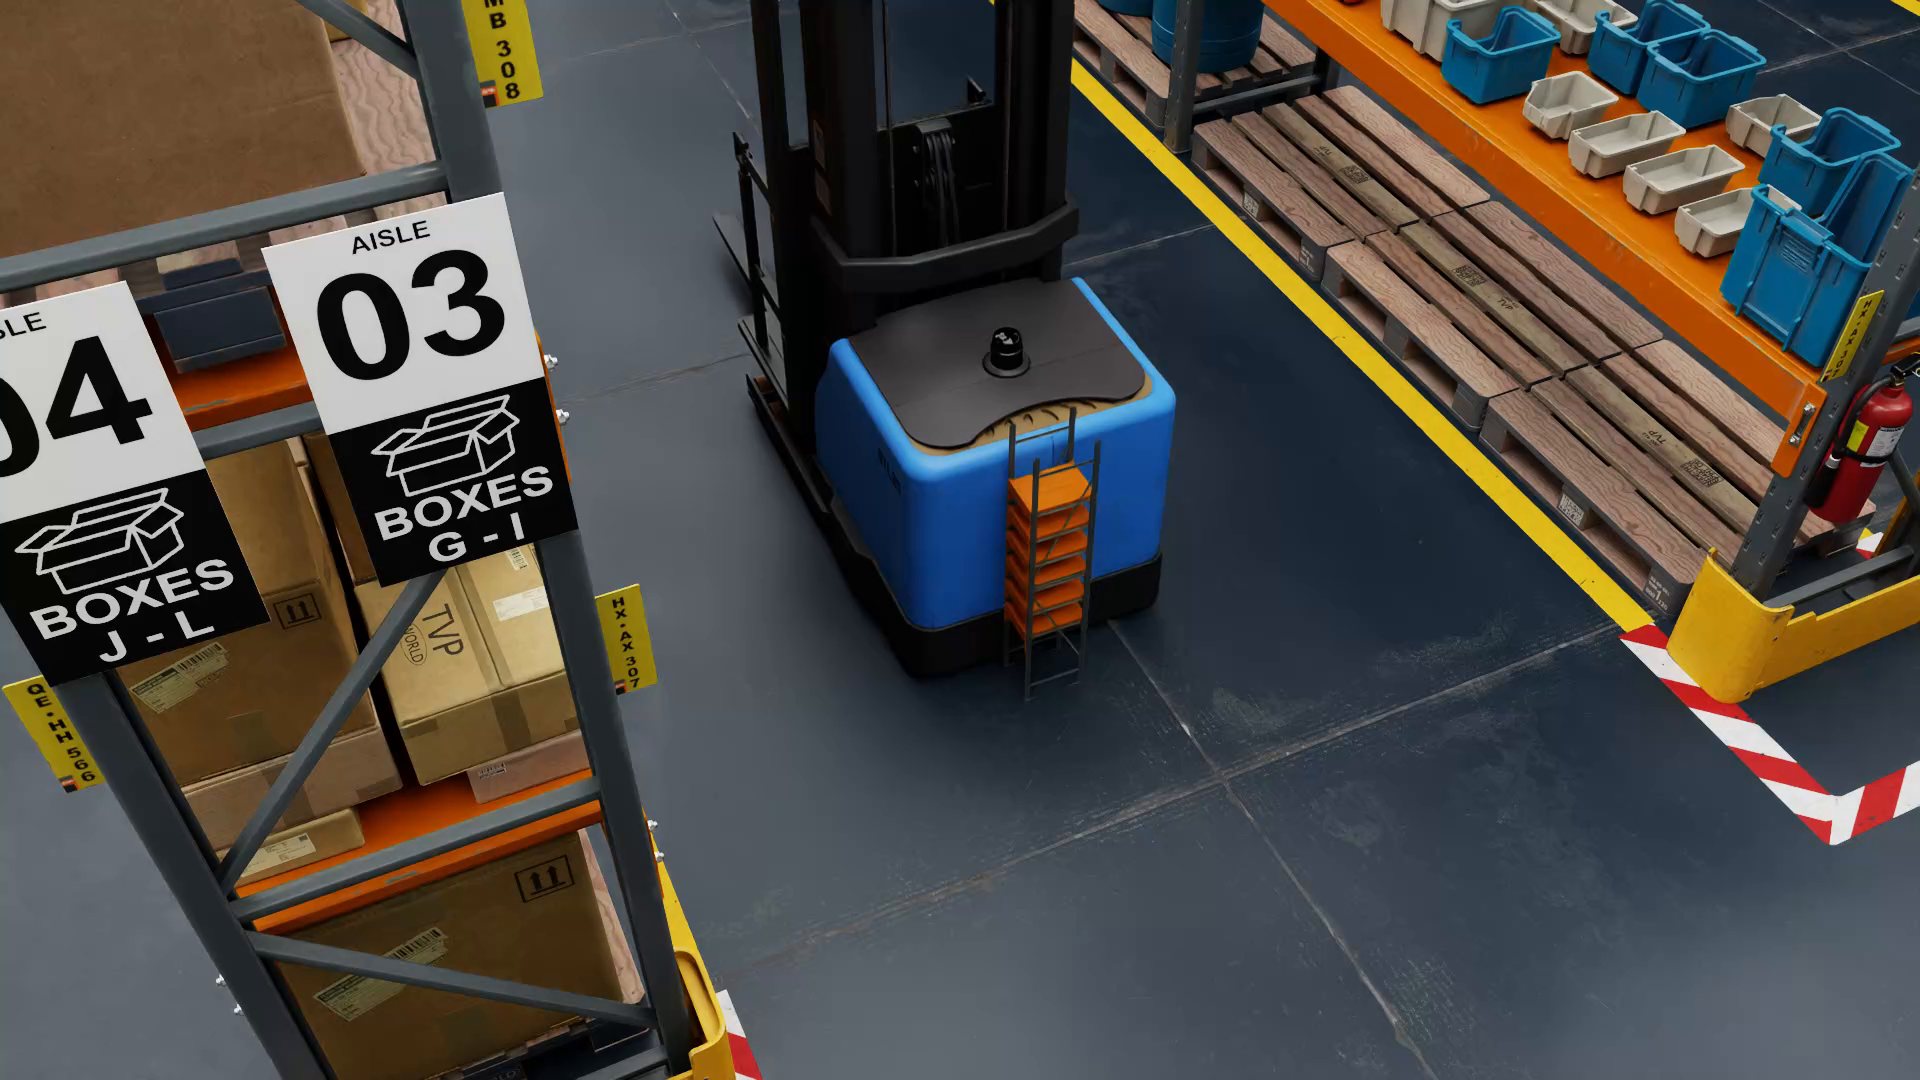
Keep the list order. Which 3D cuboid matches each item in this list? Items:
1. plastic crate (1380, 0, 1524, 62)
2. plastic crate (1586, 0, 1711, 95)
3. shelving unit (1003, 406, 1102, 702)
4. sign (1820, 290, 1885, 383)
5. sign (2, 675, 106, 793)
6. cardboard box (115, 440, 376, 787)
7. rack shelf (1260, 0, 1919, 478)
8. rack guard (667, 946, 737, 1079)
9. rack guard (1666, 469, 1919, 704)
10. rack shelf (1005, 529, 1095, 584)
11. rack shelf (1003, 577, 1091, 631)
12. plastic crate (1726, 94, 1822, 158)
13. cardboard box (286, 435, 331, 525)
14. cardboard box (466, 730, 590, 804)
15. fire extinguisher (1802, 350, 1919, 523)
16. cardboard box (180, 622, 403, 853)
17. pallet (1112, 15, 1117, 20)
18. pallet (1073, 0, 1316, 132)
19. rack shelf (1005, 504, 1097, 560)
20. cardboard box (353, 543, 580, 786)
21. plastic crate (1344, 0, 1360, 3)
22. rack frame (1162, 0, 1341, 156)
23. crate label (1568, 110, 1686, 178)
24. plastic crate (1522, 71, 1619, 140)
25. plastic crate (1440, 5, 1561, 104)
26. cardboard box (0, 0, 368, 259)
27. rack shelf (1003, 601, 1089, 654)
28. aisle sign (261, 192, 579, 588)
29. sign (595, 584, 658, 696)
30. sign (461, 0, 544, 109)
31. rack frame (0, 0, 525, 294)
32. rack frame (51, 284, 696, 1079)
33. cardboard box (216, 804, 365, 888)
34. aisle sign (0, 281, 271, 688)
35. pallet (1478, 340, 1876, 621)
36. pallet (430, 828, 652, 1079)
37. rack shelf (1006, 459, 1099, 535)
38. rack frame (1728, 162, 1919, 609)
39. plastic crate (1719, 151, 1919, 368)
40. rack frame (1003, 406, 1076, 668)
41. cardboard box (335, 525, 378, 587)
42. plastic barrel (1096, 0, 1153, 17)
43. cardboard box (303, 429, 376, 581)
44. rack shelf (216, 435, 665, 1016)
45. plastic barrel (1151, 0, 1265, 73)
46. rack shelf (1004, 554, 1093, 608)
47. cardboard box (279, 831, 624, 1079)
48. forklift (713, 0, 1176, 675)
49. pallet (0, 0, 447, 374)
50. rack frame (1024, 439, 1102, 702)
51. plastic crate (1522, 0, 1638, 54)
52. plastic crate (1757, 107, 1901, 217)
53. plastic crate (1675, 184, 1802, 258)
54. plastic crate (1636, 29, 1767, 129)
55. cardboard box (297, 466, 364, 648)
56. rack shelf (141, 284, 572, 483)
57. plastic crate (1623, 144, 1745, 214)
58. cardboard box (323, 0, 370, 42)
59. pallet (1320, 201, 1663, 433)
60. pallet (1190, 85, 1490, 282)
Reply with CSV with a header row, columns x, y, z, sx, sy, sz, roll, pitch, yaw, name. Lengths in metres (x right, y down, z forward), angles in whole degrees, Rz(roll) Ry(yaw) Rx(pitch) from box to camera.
x,y,z,sx,sy,sz,roll,pitch,yaw,name
2.038,-2.241,6.927,0.437,0.282,0.530,-18,47,-17,plastic crate
2.760,-1.987,6.705,0.416,0.233,0.300,-18,47,-17,plastic crate
0.309,0.078,5.816,0.258,1.200,0.189,-17,47,-16,shelving unit
2.753,-0.626,5.132,0.100,0.325,0.005,-18,47,-17,sign
-1.747,0.377,3.239,0.100,0.325,0.005,-18,47,-17,sign
-1.692,0.170,3.803,0.500,0.500,0.500,-17,47,-17,cardboard box
2.404,-1.759,6.909,1.077,0.370,4.000,-18,47,-17,rack shelf
-1.239,1.627,4.745,1.175,0.500,0.348,-18,47,-17,rack guard
3.267,0.161,6.231,1.175,0.500,0.348,-18,47,-17,rack guard
0.309,0.025,5.763,0.258,0.103,0.180,-17,47,-16,rack shelf
0.309,0.195,5.932,0.258,0.103,0.180,-17,47,-16,rack shelf
3.095,-1.584,6.364,0.250,0.136,0.298,-18,47,-17,plastic crate
-2.120,-0.208,4.720,0.500,0.250,0.500,-20,48,-19,cardboard box
-1.099,0.488,4.299,0.380,0.149,0.250,-18,47,-17,cardboard box
2.896,-0.350,5.289,0.296,0.674,0.183,-18,47,-17,fire extinguisher
-1.693,0.439,4.064,0.500,0.250,0.500,-19,48,-18,cardboard box
0.760,-3.579,10.227,1.003,0.211,1.213,-18,47,-17,pallet
1.276,-2.801,9.438,1.003,0.211,1.213,-18,47,-17,pallet
0.309,-0.061,5.679,0.258,0.103,0.180,-17,47,-16,rack shelf
-1.206,0.284,4.221,0.500,0.250,0.500,-19,48,-18,cardboard box
1.711,-2.690,7.253,0.402,0.464,0.583,-18,47,-17,plastic crate
1.563,-3.289,7.948,1.000,3.000,0.127,-18,47,-17,rack frame
2.490,-1.493,6.273,0.396,0.136,0.243,-18,47,-17,crate label
2.348,-1.676,6.458,0.298,0.136,0.250,-18,47,-17,plastic crate
2.149,-1.935,6.652,0.416,0.233,0.300,-18,47,-17,plastic crate
-1.516,-0.882,2.931,0.700,0.500,0.500,-21,48,-20,cardboard box
0.309,0.281,6.016,0.258,0.103,0.180,-17,47,-16,rack shelf
-0.946,-0.246,3.012,0.394,0.787,0.004,-18,47,-17,aisle sign
-0.743,0.226,3.713,0.100,0.325,0.005,-18,47,-17,sign
-0.743,-0.845,2.656,0.100,0.325,0.005,-18,47,-17,sign
-1.249,-1.413,1.775,1.000,3.000,0.127,-18,47,-17,rack frame
-1.249,0.722,3.882,1.000,3.000,0.127,-18,47,-17,rack frame
-1.697,0.682,4.102,0.380,0.149,0.250,-17,47,-17,cardboard box
-1.491,-0.069,2.833,0.394,0.787,0.004,-18,47,-17,aisle sign
2.933,-0.285,6.888,1.003,0.211,1.213,-18,47,-17,pallet
-1.656,1.229,5.355,1.003,0.211,1.213,-18,47,-17,pallet
0.309,-0.146,5.595,0.258,0.103,0.180,-17,47,-16,rack shelf
3.245,-0.740,5.365,1.000,3.000,0.127,-18,47,-17,rack frame
2.935,-0.933,5.492,0.616,0.435,0.499,-18,47,-17,plastic crate
0.273,0.019,5.876,0.240,1.200,0.006,-17,47,-16,rack frame
-1.430,-0.045,4.555,0.500,0.250,0.500,-19,48,-18,cardboard box
1.052,-3.495,9.351,0.600,0.901,0.708,-18,47,-17,plastic barrel
-1.416,-0.301,4.281,0.500,0.500,0.500,-19,48,-18,cardboard box
-2.090,-0.296,5.427,1.077,0.370,4.000,-18,47,-17,rack shelf
1.350,-3.044,8.894,0.600,0.901,0.708,-18,47,-17,plastic barrel
0.309,0.110,5.848,0.258,0.103,0.180,-17,47,-16,rack shelf
-1.591,0.945,4.870,0.875,0.875,0.875,-18,47,-17,cardboard box
-0.283,-1.592,6.277,1.130,2.935,3.031,-17,47,-16,forklift
-1.570,-0.783,3.336,1.003,0.211,1.213,-18,47,-17,pallet
0.346,0.137,5.757,0.240,1.200,0.006,-17,47,-16,rack frame
2.568,-2.196,6.985,0.293,0.136,0.466,-18,47,-17,plastic crate
3.163,-1.376,6.086,0.416,0.233,0.300,-18,47,-17,plastic crate
2.738,-1.134,5.909,0.396,0.136,0.243,-18,47,-17,plastic crate
2.886,-1.796,6.511,0.416,0.233,0.300,-18,47,-17,plastic crate
-1.906,0.116,4.392,0.500,0.250,0.500,-19,48,-18,cardboard box
-2.090,-1.364,4.373,1.077,0.370,4.000,-18,47,-17,rack shelf
2.629,-1.323,6.100,0.396,0.136,0.243,-18,47,-17,plastic crate
-1.643,-1.276,3.330,0.700,0.500,0.500,-20,48,-19,cardboard box
2.424,-1.061,7.675,1.003,0.211,1.213,-18,47,-17,pallet
1.907,-1.840,8.464,1.003,0.211,1.213,-18,47,-17,pallet
